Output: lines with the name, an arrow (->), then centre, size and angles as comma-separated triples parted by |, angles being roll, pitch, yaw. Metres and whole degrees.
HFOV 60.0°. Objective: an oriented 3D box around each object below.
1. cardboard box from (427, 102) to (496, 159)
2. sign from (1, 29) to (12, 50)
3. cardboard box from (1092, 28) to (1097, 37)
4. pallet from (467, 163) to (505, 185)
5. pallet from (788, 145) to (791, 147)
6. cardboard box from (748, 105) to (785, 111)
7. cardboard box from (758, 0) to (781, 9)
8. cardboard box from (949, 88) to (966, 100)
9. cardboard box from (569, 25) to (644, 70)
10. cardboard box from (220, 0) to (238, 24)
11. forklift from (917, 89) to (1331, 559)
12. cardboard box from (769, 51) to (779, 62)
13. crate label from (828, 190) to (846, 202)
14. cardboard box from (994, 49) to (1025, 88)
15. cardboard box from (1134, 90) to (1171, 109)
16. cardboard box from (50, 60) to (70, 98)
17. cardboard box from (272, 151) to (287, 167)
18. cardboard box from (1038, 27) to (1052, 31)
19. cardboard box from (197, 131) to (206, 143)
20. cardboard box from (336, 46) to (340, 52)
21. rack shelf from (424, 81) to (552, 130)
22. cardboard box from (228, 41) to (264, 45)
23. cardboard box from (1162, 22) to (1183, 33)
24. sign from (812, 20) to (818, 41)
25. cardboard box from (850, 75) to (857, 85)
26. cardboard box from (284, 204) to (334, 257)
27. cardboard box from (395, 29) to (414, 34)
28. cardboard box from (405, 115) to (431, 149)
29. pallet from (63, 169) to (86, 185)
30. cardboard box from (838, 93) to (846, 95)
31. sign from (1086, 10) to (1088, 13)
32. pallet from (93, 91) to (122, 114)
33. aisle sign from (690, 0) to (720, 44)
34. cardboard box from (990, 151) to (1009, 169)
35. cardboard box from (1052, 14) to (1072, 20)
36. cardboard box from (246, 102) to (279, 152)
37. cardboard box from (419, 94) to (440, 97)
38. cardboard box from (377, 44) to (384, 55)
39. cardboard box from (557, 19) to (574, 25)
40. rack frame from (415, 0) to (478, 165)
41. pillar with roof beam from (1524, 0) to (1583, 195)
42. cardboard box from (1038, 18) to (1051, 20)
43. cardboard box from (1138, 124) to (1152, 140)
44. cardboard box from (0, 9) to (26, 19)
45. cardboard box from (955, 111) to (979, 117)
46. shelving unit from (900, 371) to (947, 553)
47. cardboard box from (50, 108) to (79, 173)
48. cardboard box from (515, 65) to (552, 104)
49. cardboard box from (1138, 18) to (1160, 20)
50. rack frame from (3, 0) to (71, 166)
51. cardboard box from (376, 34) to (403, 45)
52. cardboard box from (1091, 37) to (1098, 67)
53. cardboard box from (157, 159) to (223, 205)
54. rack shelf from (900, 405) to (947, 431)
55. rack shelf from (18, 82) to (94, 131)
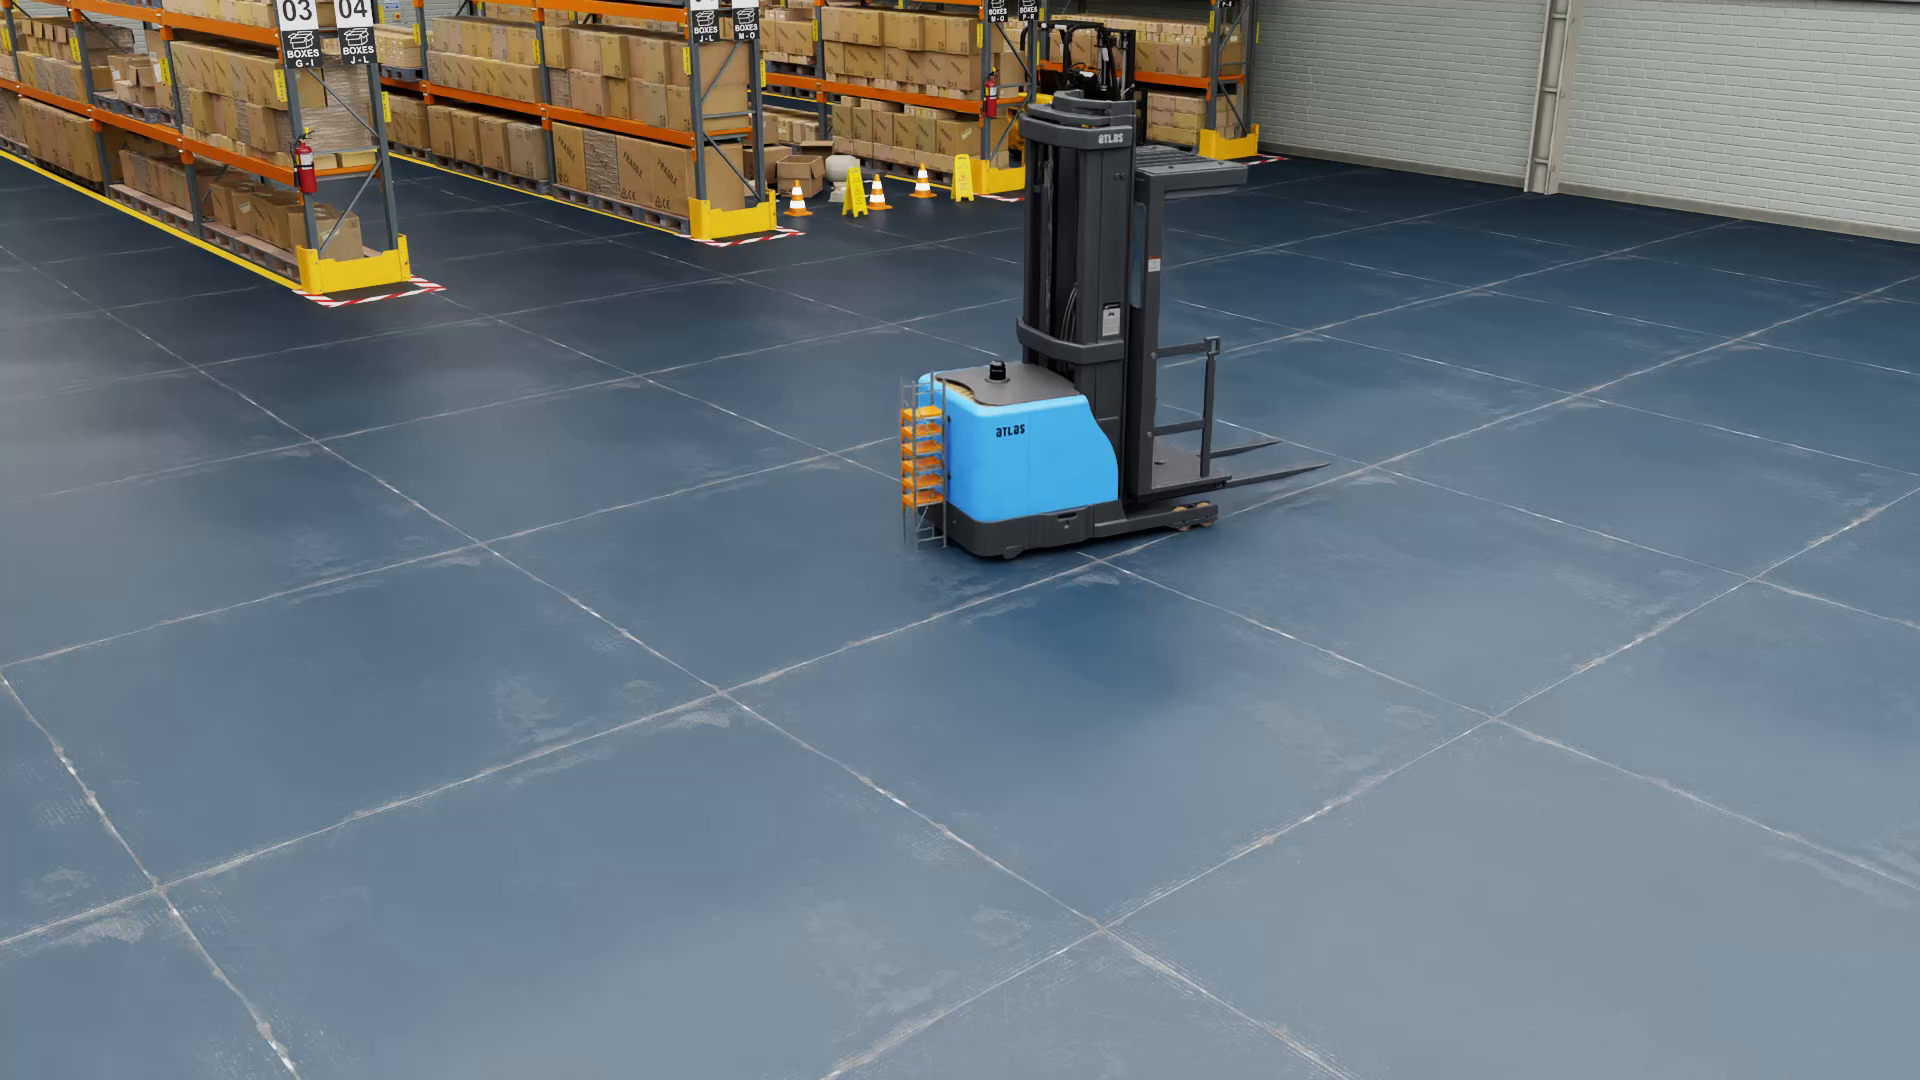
cardboard box -> -7.860, -6.593, 26.712 | 1.050, 0.750, 0.750 | -18, 28, -38
sign -> -15.044, -7.894, 26.230 | 0.100, 0.325, 0.005 | -17, 27, -37
cardboard box -> 2.508, -8.821, 28.866 | 0.380, 0.149, 0.250 | -18, 28, -38
pallet -> -6.940, -5.763, 25.909 | 1.003, 0.211, 1.213 | -17, 27, -37
pallet -> -3.205, -6.989, 29.039 | 1.003, 0.211, 1.213 | -17, 27, -37
cardboard box -> -3.657, -7.452, 29.425 | 0.950, 0.372, 0.625 | -18, 28, -38
cardboard box -> -4.129, -12.021, 36.832 | 0.500, 0.500, 0.500 | -18, 28, -39
cardboard box -> 0.061, -6.609, 24.591 | 0.380, 0.149, 0.250 | -18, 28, -38
cardboard box -> -4.917, -6.868, 23.219 | 0.875, 0.550, 0.550 | -17, 27, -37
cardboard box -> -7.955, -5.952, 18.659 | 0.500, 0.250, 0.500 | -17, 27, -36
forklift -> 1.252, -1.591, 11.527 | 3.031, 2.935, 1.130 | -10, 24, -24
cardboard box -> -2.963, -8.100, 27.820 | 0.380, 0.149, 0.250 | -17, 27, -37
crate label -> -1.721, -4.954, 23.943 | 0.298, 0.136, 0.250 | 7, 23, 18
cardboard box -> 0.617, -7.012, 24.730 | 0.500, 0.500, 0.500 | -18, 28, -38
cardboard box -> 3.263, -7.524, 28.403 | 0.500, 0.250, 0.500 | -17, 27, -37
cardboard box -> -13.186, -6.887, 24.818 | 0.500, 0.500, 0.500 | -19, 28, -39
cardboard box -> -7.499, -4.310, 18.720 | 0.380, 0.149, 0.250 | -17, 27, -37
cardboard box -> 1.472, -9.308, 30.110 | 0.380, 0.149, 0.250 | -16, 27, -36
cardboard box -> -9.152, -4.994, 20.466 | 0.380, 0.149, 0.250 | -17, 27, -37
cardboard box -> -10.546, -8.455, 28.726 | 0.380, 0.149, 0.250 | -17, 27, -37
rack shelf -> -6.884, -6.747, 25.583 | 1.077, 0.370, 4.000 | -17, 27, -37
cardboard box -> -8.573, -5.830, 20.341 | 0.500, 0.500, 0.500 | -17, 27, -37
cardboard box -> 3.599, -8.562, 27.797 | 0.380, 0.149, 0.250 | -17, 27, -37
sign -> -2.313, -8.142, 26.570 | 0.100, 0.325, 0.005 | -17, 27, -37
cardboard box -> -1.531, -7.332, 26.434 | 0.380, 0.149, 0.250 | -18, 27, -38
cardboard box -> -7.602, -3.636, 19.507 | 0.500, 0.500, 0.500 | -10, 23, -24
cardboard box -> -9.364, -8.596, 28.272 | 0.380, 0.149, 0.250 | -18, 28, -38
cardboard box -> -8.817, -6.786, 27.548 | 0.500, 0.500, 0.500 | -18, 27, -38
pallet -> -13.263, -5.756, 25.890 | 1.003, 0.211, 1.213 | -17, 27, -37
cardboard box -> -2.202, -9.544, 34.591 | 0.500, 0.500, 0.500 | -19, 28, -39
sign -> 2.283, -9.491, 30.307 | 0.100, 0.325, 0.005 | -17, 27, -37
pallet -> -11.467, -6.221, 23.517 | 1.213, 0.211, 1.003 | -17, 27, -37
aisle sign -> -3.149, -6.544, 20.513 | 0.394, 0.787, 0.004 | -17, 27, -37
cardboard box -> 0.399, -5.834, 25.462 | 0.500, 0.250, 0.500 | -18, 28, -38
cardboard box -> 1.846, -9.247, 29.545 | 0.380, 0.149, 0.250 | -17, 27, -36
cardboard box -> -7.547, -4.724, 18.888 | 0.875, 0.500, 0.500 | -17, 27, -37
cardboard box -> -8.788, -7.403, 28.097 | 0.500, 0.250, 0.500 | -18, 28, -38
cardboard box -> -9.369, -8.094, 27.398 | 0.380, 0.149, 0.250 | -17, 27, -37
cardboard box -> -7.613, -10.060, 32.918 | 0.500, 0.500, 0.500 | -17, 27, -37
rack frame -> -8.190, -7.634, 26.863 | 1.000, 3.000, 0.127 | -17, 27, -37
pillar with roof beam -> 5.358, -8.331, 20.415 | 9.100, 9.000, 0.400 | -17, 27, -37
cardboard box -> 1.498, -9.571, 30.780 | 0.380, 0.149, 0.250 | -18, 27, -38
cardboard box -> 3.291, -7.063, 28.598 | 0.500, 0.250, 0.500 | -17, 27, -37
cardboard box -> -16.718, -9.038, 29.215 | 0.500, 0.500, 0.500 | -17, 27, -37
cardboard box -> 0.039, -6.333, 25.707 | 0.500, 0.500, 0.500 | -19, 28, -39
shelving unit -> -0.243, -0.519, 11.164 | 0.258, 1.200, 0.189 | -10, 24, -24
cardboard box -> -13.024, -6.132, 25.363 | 1.225, 0.875, 0.875 | -17, 27, -37
cardboard box -> -6.122, -6.656, 24.229 | 0.500, 0.500, 0.500 | -18, 27, -38
cardboard box -> 3.254, -8.950, 28.788 | 0.380, 0.149, 0.250 | -16, 27, -36
rack frame -> -14.624, -7.587, 26.741 | 1.000, 3.000, 0.127 | -17, 27, -37
cardboard box -> -9.367, -8.231, 27.340 | 0.380, 0.149, 0.250 | -16, 27, -36
cardboard box -> 2.639, -8.500, 28.937 | 0.500, 0.500, 0.500 | -18, 28, -38
cardboard box -> -10.449, -4.883, 22.662 | 0.500, 0.500, 0.700 | 20, 29, 41
rack shelf -> -0.243, -0.813, 11.049 | 0.258, 0.103, 0.180 | -10, 24, -24
rack shelf -> -13.319, -6.699, 25.462 | 1.077, 0.370, 4.000 | -17, 27, -37
